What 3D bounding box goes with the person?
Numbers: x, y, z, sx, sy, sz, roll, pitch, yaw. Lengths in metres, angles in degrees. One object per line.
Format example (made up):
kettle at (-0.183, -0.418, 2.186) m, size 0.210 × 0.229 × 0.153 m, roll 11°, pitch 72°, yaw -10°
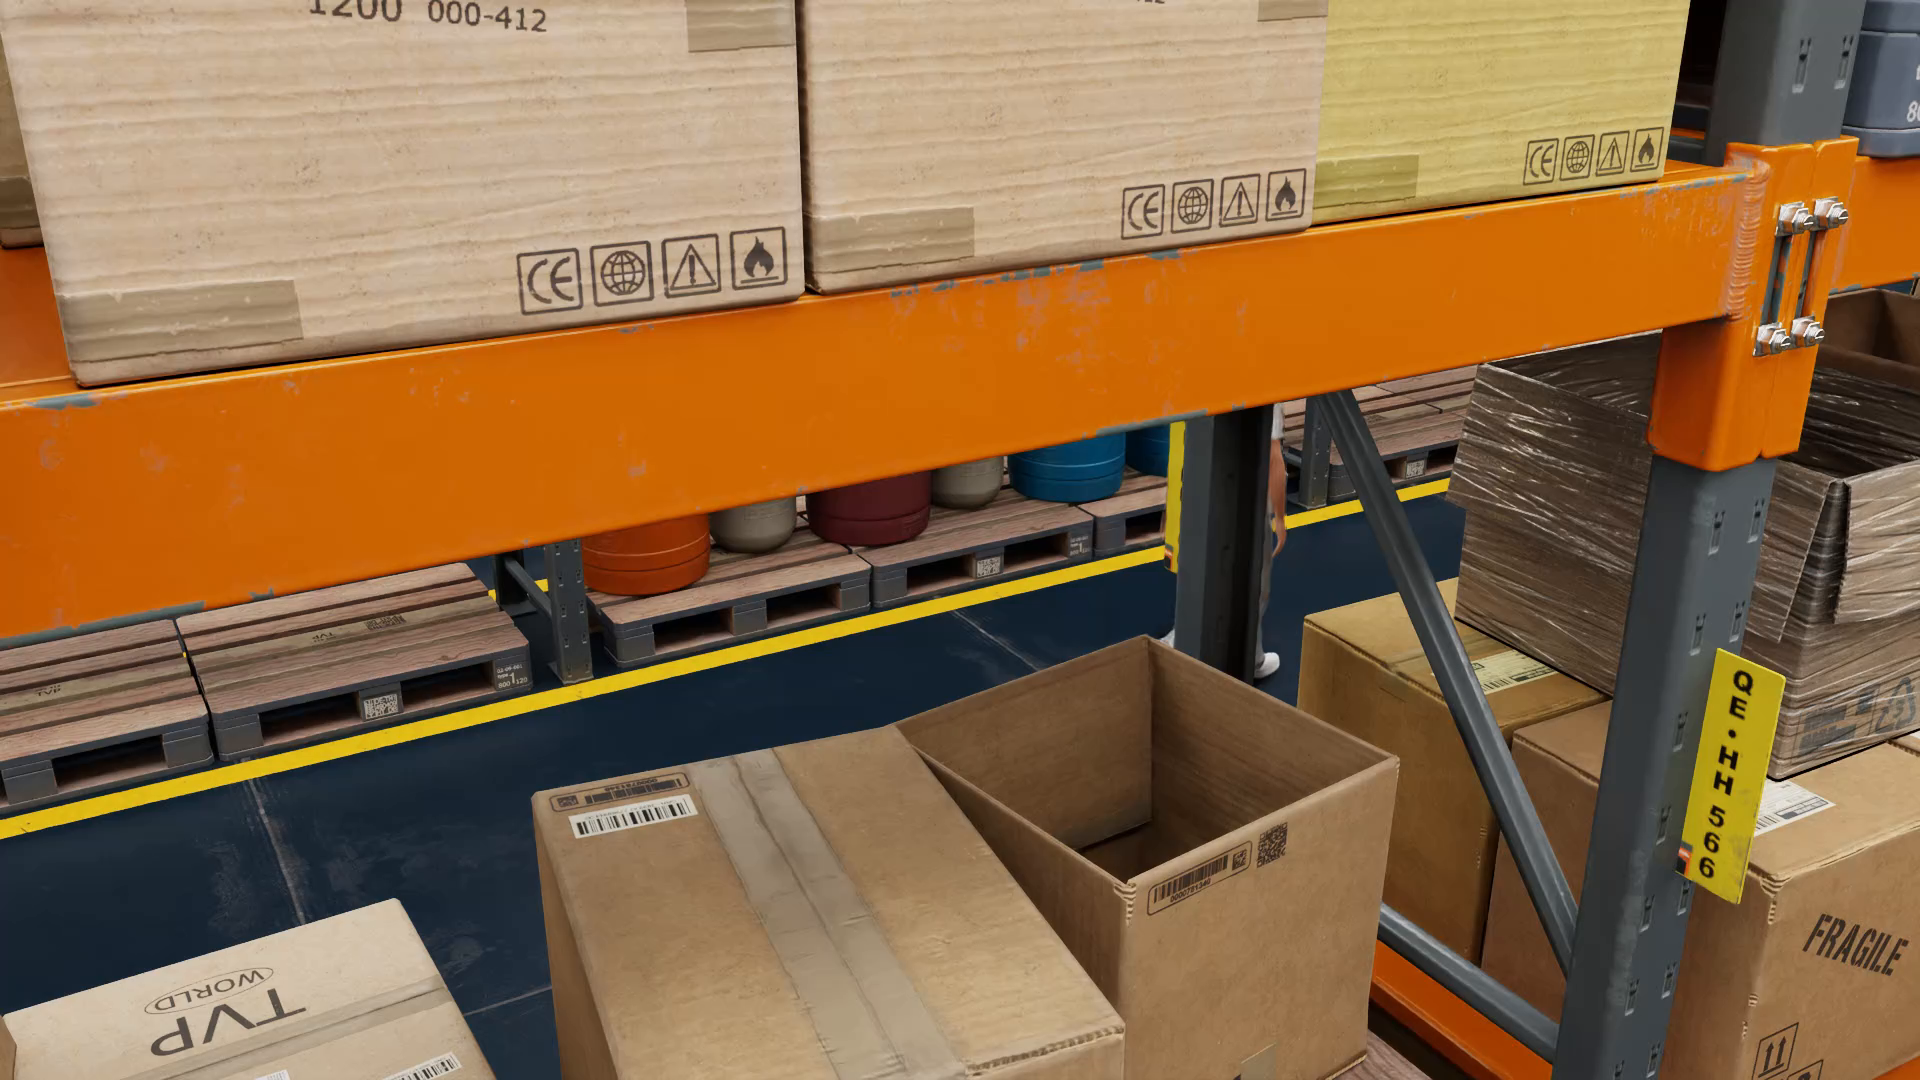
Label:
person at (1.017, -0.118, 6.358) m, size 0.830 × 1.643 × 0.475 m, roll -14°, pitch 26°, yaw -30°
